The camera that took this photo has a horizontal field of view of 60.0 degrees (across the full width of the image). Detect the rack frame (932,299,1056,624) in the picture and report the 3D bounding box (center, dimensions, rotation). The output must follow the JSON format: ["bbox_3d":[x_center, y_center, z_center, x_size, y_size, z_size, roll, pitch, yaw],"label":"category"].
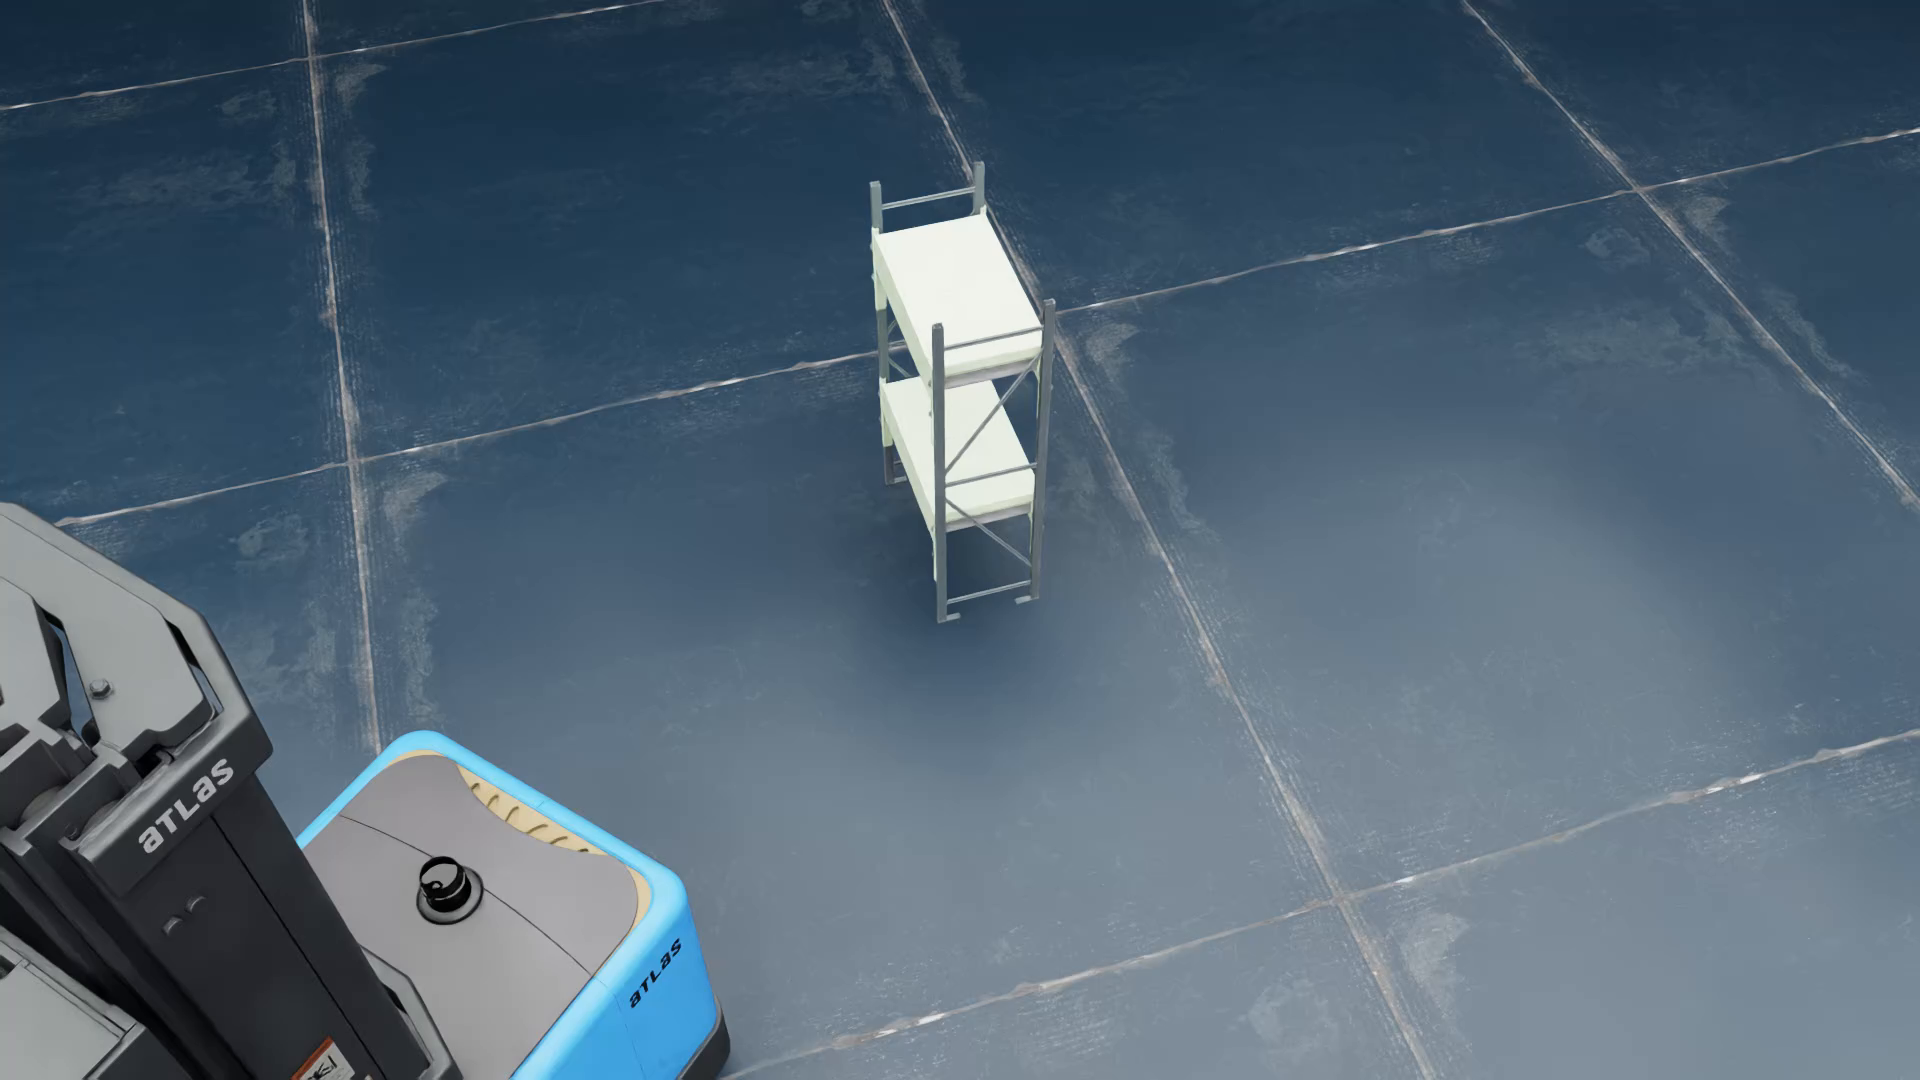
[{"bbox_3d":[0.106,-0.221,5.745,0.400,1.500,0.023,-13,51,-11],"label":"rack frame"}]

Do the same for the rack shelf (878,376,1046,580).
[{"bbox_3d":[-0.002,-0.278,6.220,0.431,0.370,0.720,-13,51,-11],"label":"rack shelf"}]

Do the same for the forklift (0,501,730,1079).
[{"bbox_3d":[-1.911,1.415,3.430,1.130,2.935,3.031,25,54,20],"label":"forklift"}]

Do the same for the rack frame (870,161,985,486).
[{"bbox_3d":[-0.110,-0.756,6.196,0.400,1.500,0.023,-13,51,-11],"label":"rack frame"}]

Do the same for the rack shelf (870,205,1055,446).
[{"bbox_3d":[-0.002,-0.740,5.672,0.431,0.370,0.720,-13,51,-11],"label":"rack shelf"}]

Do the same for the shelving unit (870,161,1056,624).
[{"bbox_3d":[-0.002,-0.488,5.970,0.431,1.500,0.755,-13,51,-11],"label":"shelving unit"}]
